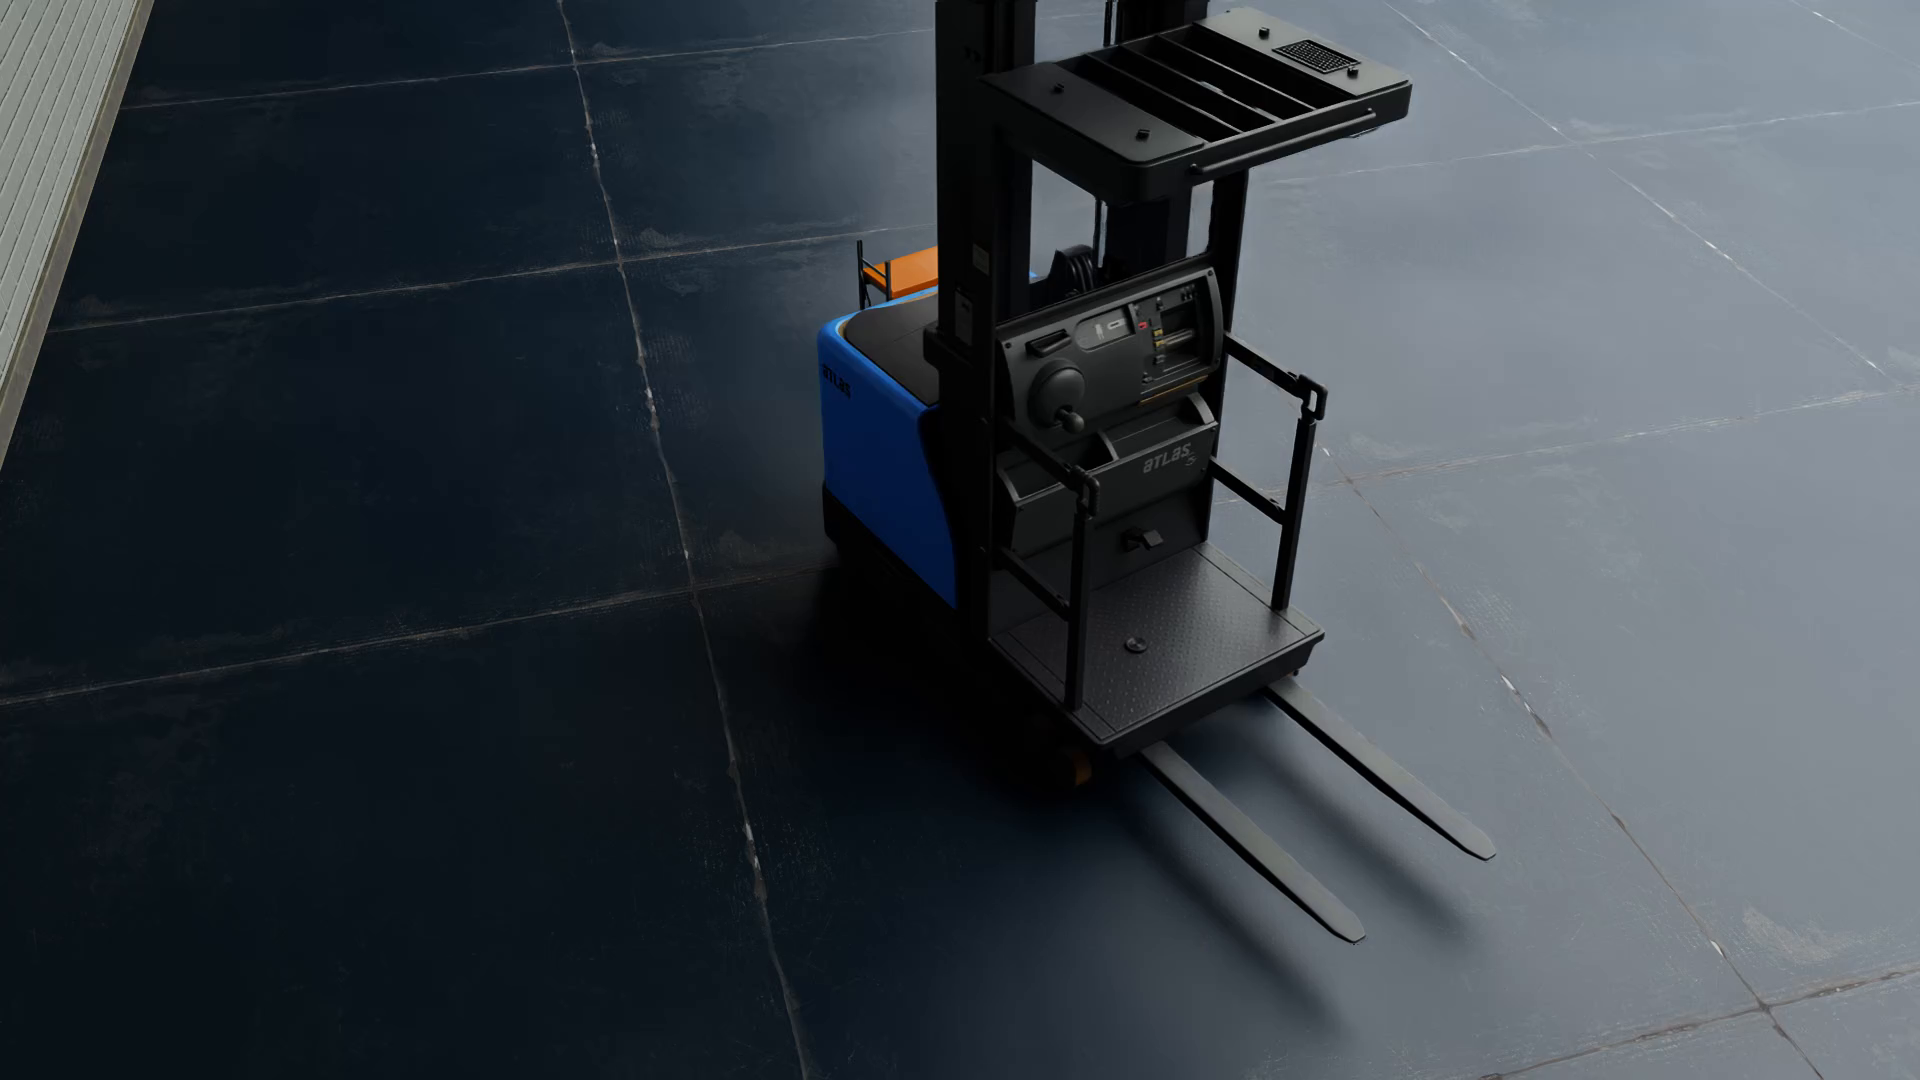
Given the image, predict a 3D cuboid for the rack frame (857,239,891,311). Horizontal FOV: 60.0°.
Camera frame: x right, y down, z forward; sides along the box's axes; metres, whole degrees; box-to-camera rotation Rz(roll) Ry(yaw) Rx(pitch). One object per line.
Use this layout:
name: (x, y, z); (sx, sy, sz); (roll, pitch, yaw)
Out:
rack frame: (-0.354, -0.710, 7.190); (0.015, 1.200, 0.240); (-23, 43, -27)

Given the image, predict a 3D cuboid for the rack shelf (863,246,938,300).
rack shelf: (-0.153, -1.106, 7.061); (0.480, 0.148, 0.258); (-23, 43, -27)

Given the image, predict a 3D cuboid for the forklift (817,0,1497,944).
forklift: (0.659, -0.593, 5.613); (1.130, 2.935, 3.031); (-23, 43, -27)

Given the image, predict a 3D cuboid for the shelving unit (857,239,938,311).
shelving unit: (-0.153, -0.794, 7.299); (0.503, 1.200, 0.258); (-23, 43, -27)
